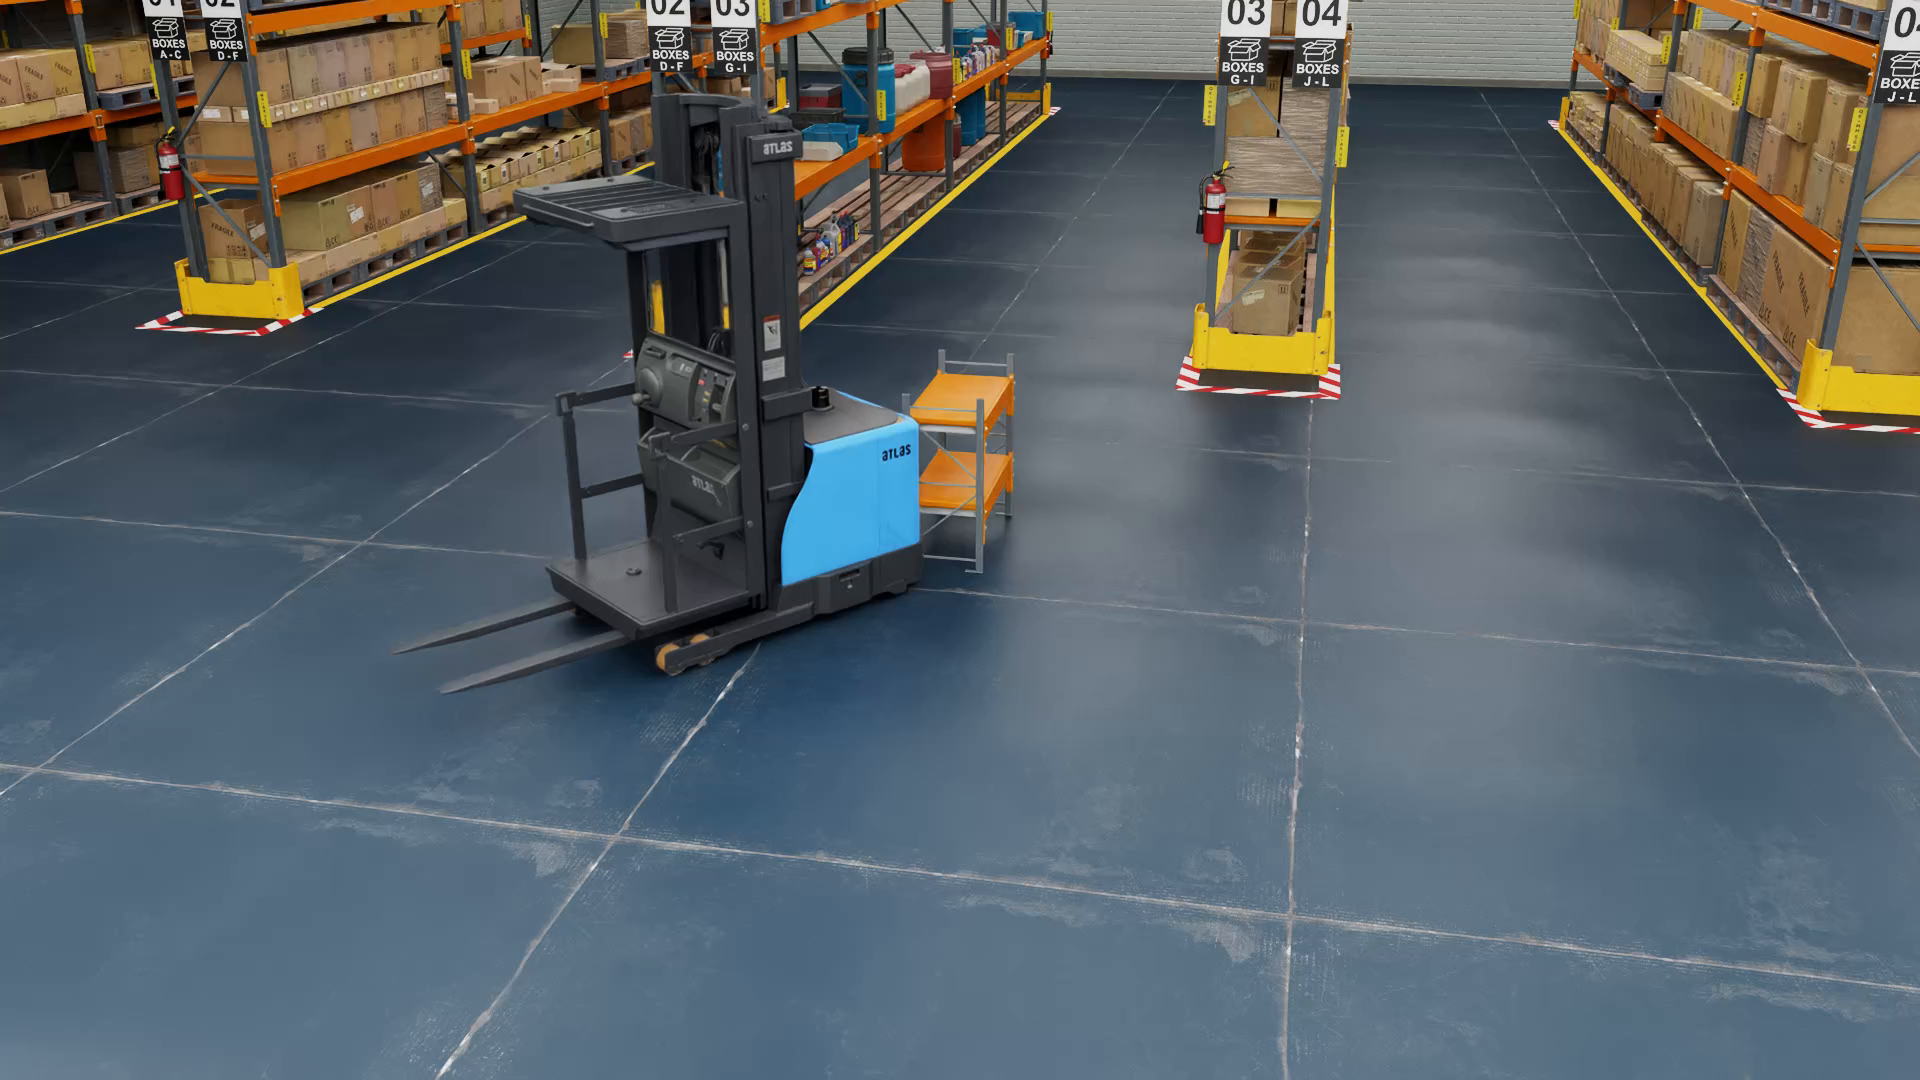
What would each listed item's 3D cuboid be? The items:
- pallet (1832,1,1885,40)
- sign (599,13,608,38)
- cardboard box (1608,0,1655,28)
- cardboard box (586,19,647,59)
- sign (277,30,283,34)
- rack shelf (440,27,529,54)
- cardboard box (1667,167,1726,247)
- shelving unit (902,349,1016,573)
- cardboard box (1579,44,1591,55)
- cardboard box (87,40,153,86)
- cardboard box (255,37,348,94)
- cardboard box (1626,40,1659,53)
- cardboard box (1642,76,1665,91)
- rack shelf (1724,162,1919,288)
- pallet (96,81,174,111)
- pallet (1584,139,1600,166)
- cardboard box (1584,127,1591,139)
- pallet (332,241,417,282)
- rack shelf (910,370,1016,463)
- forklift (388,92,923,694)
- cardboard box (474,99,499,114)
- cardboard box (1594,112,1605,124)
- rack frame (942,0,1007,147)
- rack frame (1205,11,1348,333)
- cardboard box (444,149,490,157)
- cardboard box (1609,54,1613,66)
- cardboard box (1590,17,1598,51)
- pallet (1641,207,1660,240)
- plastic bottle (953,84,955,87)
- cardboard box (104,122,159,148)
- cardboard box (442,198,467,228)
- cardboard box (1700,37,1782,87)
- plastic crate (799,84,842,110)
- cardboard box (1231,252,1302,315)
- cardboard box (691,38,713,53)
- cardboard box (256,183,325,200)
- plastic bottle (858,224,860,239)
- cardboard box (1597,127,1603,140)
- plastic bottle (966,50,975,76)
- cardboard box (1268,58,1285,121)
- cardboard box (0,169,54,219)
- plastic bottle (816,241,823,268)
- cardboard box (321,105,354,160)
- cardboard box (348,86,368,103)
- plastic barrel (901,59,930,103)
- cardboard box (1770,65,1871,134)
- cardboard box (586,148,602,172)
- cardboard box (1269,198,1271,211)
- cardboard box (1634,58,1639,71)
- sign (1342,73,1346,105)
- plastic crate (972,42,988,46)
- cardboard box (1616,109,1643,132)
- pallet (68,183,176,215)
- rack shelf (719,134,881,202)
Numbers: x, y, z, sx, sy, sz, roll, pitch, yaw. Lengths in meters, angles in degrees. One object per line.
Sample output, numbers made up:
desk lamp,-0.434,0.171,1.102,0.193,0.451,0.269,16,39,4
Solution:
pallet,7.601,-4.099,13.119,1.003,0.211,1.213,4,22,11
sign,-4.896,-7.070,22.843,0.100,0.325,0.005,4,22,11
cardboard box,9.740,-7.706,24.102,0.500,0.500,0.500,4,22,9
cardboard box,-5.048,-7.374,24.452,0.700,0.500,0.500,9,24,21
sign,-9.757,-7.413,23.800,0.100,0.325,0.005,4,22,11
rack shelf,-9.066,-8.811,29.678,1.077,0.370,4.000,4,22,11
cardboard box,8.515,-3.677,18.418,1.050,0.750,0.750,4,22,11
shelving unit,0.001,-0.524,10.650,0.538,1.125,1.048,4,22,11
cardboard box,10.219,-7.928,26.859,0.380,0.149,0.250,4,22,9
cardboard box,-10.848,-6.125,21.324,0.700,0.500,0.500,7,23,16
cardboard box,-6.750,-4.863,17.042,0.700,0.500,0.500,5,22,11
cardboard box,9.063,-6.539,22.051,0.380,0.149,0.250,5,23,13
cardboard box,8.743,-5.696,20.756,0.380,0.149,0.250,5,22,12
rack shelf,7.868,-2.874,14.938,1.077,0.370,4.000,4,22,11
pallet,-10.808,-5.667,21.166,1.003,0.211,1.213,4,22,11
pallet,10.011,-5.820,25.022,1.003,0.211,1.213,4,22,11
cardboard box,9.866,-6.286,25.699,0.380,0.149,0.250,4,22,11
pallet,-6.706,-3.082,18.224,1.003,0.211,1.213,4,22,11
rack shelf,0.001,-0.796,10.540,0.538,0.278,1.000,4,22,11
forklift,-1.672,-0.846,9.032,3.031,2.935,1.130,-18,28,-37
cardboard box,-5.875,-5.303,20.342,0.380,0.149,0.250,4,22,11
cardboard box,9.783,-6.352,25.067,0.380,0.149,0.250,4,22,10
rack frame,0.225,-7.658,25.853,1.000,3.000,0.127,4,22,11
rack frame,2.625,-2.892,14.018,1.000,3.000,0.127,4,22,11
cardboard box,-6.250,-4.834,21.208,0.500,0.311,0.500,4,22,11
cardboard box,9.327,-6.733,23.330,0.380,0.149,0.250,5,22,12
cardboard box,10.068,-7.807,25.690,0.500,0.500,0.500,4,22,10
pallet,8.858,-3.826,20.072,1.003,0.211,1.213,4,22,11
plastic bottle,-0.116,-6.312,22.778,0.097,0.201,0.097,0,22,0
cardboard box,-10.886,-5.311,21.780,0.500,0.250,0.500,4,22,10
cardboard box,-6.137,-3.844,19.502,0.500,0.250,0.500,4,22,11
cardboard box,8.786,-5.376,18.715,0.700,0.500,0.500,4,22,10
plastic crate,-1.609,-4.962,19.074,0.402,0.464,0.583,4,22,11
cardboard box,2.857,-2.375,15.520,0.500,0.500,0.500,11,24,25
cardboard box,-4.253,-8.249,27.186,0.500,0.500,0.500,5,22,12
cardboard box,-7.065,-3.501,17.646,0.500,0.500,0.500,4,22,11
plastic bottle,-1.177,-3.482,18.640,0.097,0.201,0.097,0,22,0
cardboard box,9.661,-6.015,24.629,0.380,0.149,0.250,5,22,12
plastic bottle,0.133,-6.871,23.965,0.144,0.351,0.185,4,22,11
cardboard box,2.696,-4.126,15.212,0.500,0.500,0.500,4,22,11
cardboard box,-11.279,-4.149,19.898,0.500,0.500,0.500,3,22,7
plastic bottle,-1.479,-2.972,17.282,0.097,0.271,0.097,0,22,0
cardboard box,-6.755,-4.238,17.227,0.700,0.500,0.500,5,22,11
cardboard box,-6.467,-4.685,17.468,0.380,0.149,0.250,5,22,11
plastic barrel,-0.592,-5.854,21.225,0.421,0.512,0.421,0,22,0
cardboard box,7.924,-3.981,15.076,0.875,0.550,0.550,4,22,11
cardboard box,-5.309,-5.282,23.073,0.500,0.250,0.500,5,22,12
cardboard box,2.532,-2.986,14.590,0.380,0.149,0.250,4,22,11
cardboard box,8.903,-6.120,21.409,0.380,0.149,0.250,5,22,11
sign,3.974,-4.718,17.393,0.100,0.325,0.005,4,22,11
plastic crate,0.190,-7.988,26.960,0.437,0.125,0.590,4,22,11
cardboard box,9.393,-5.803,23.028,0.500,0.250,0.500,5,22,12
pallet,-10.949,-4.479,21.691,1.003,0.211,1.213,4,22,11
rack shelf,-1.816,-3.667,16.906,1.077,0.370,4.000,4,22,11
